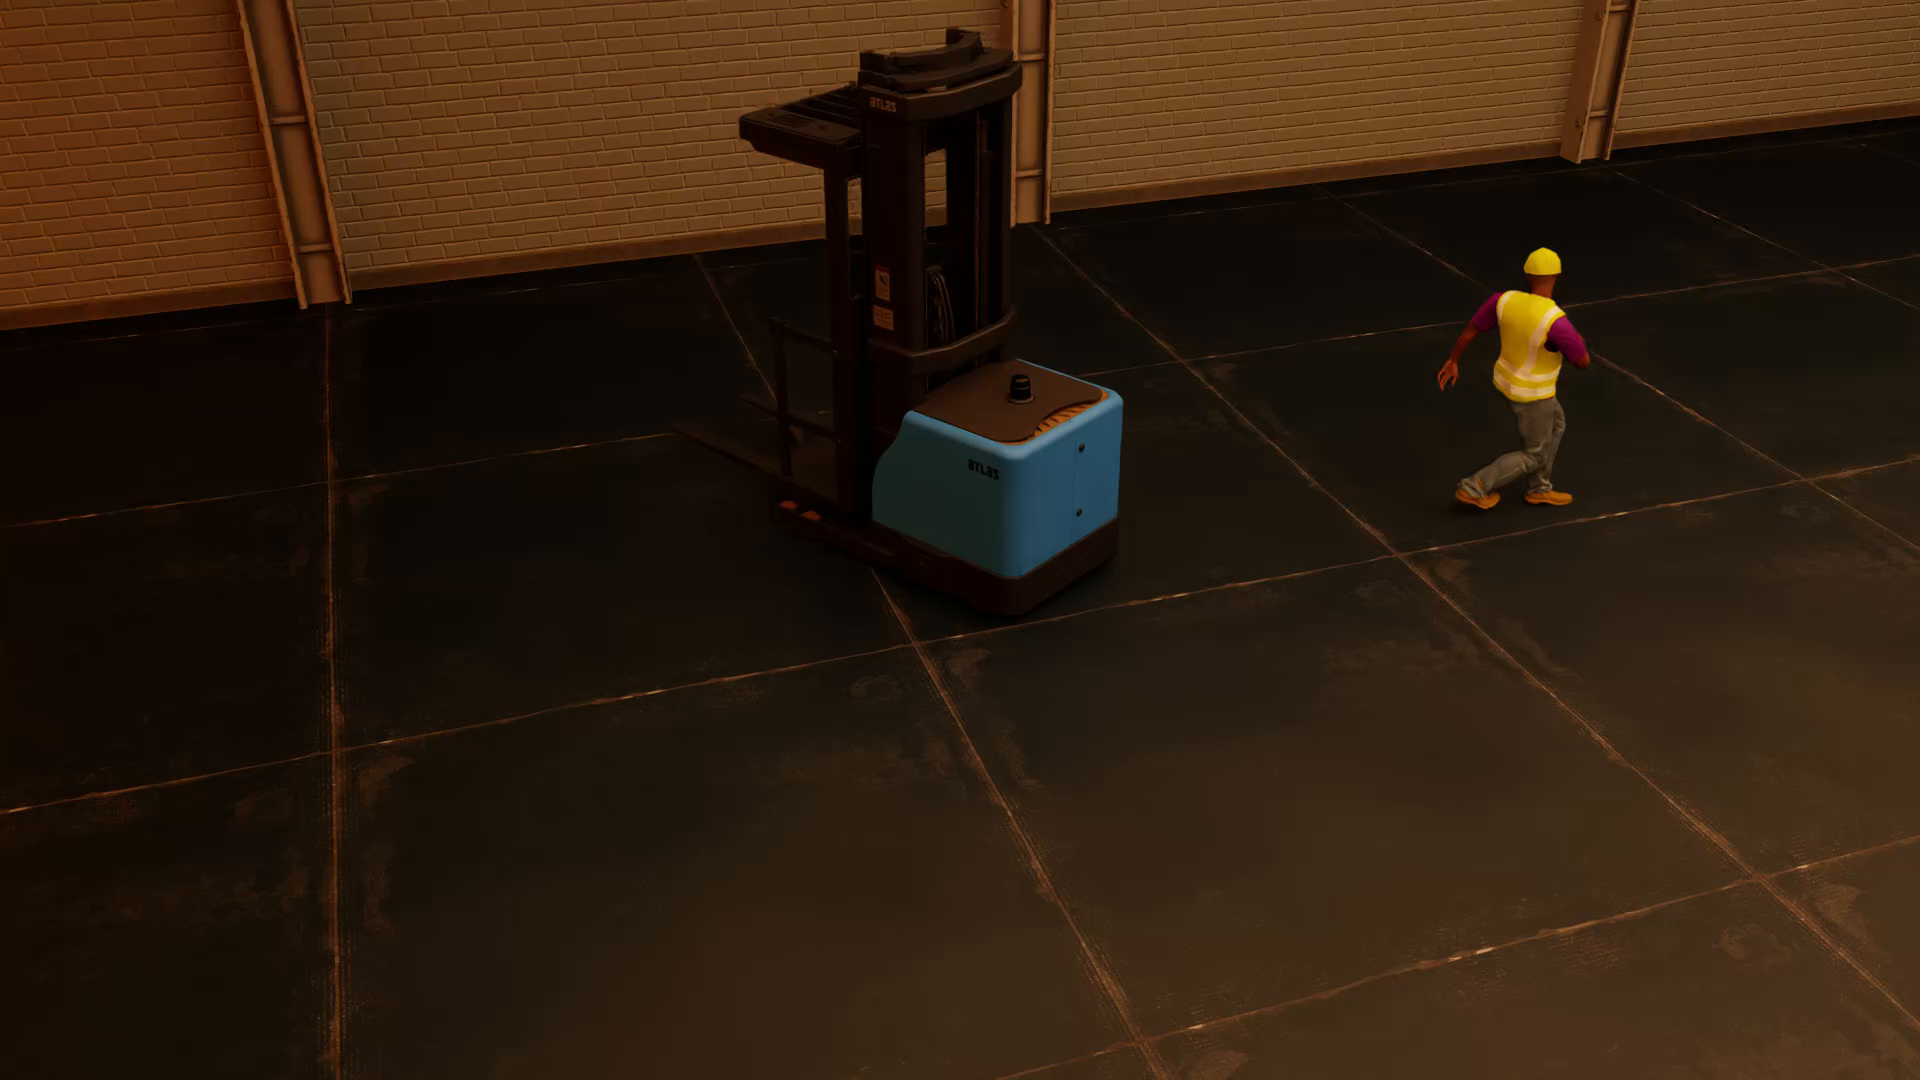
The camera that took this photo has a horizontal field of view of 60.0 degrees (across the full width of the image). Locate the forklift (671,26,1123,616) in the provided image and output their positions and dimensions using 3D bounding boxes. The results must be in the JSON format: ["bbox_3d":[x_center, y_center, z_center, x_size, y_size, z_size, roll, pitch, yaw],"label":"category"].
[{"bbox_3d":[-0.520,-1.457,9.619,3.031,2.935,1.130,23,37,34],"label":"forklift"}]

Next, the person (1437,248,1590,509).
[{"bbox_3d":[3.404,-0.948,10.012,0.901,1.677,0.608,-5,30,-8],"label":"person"}]
